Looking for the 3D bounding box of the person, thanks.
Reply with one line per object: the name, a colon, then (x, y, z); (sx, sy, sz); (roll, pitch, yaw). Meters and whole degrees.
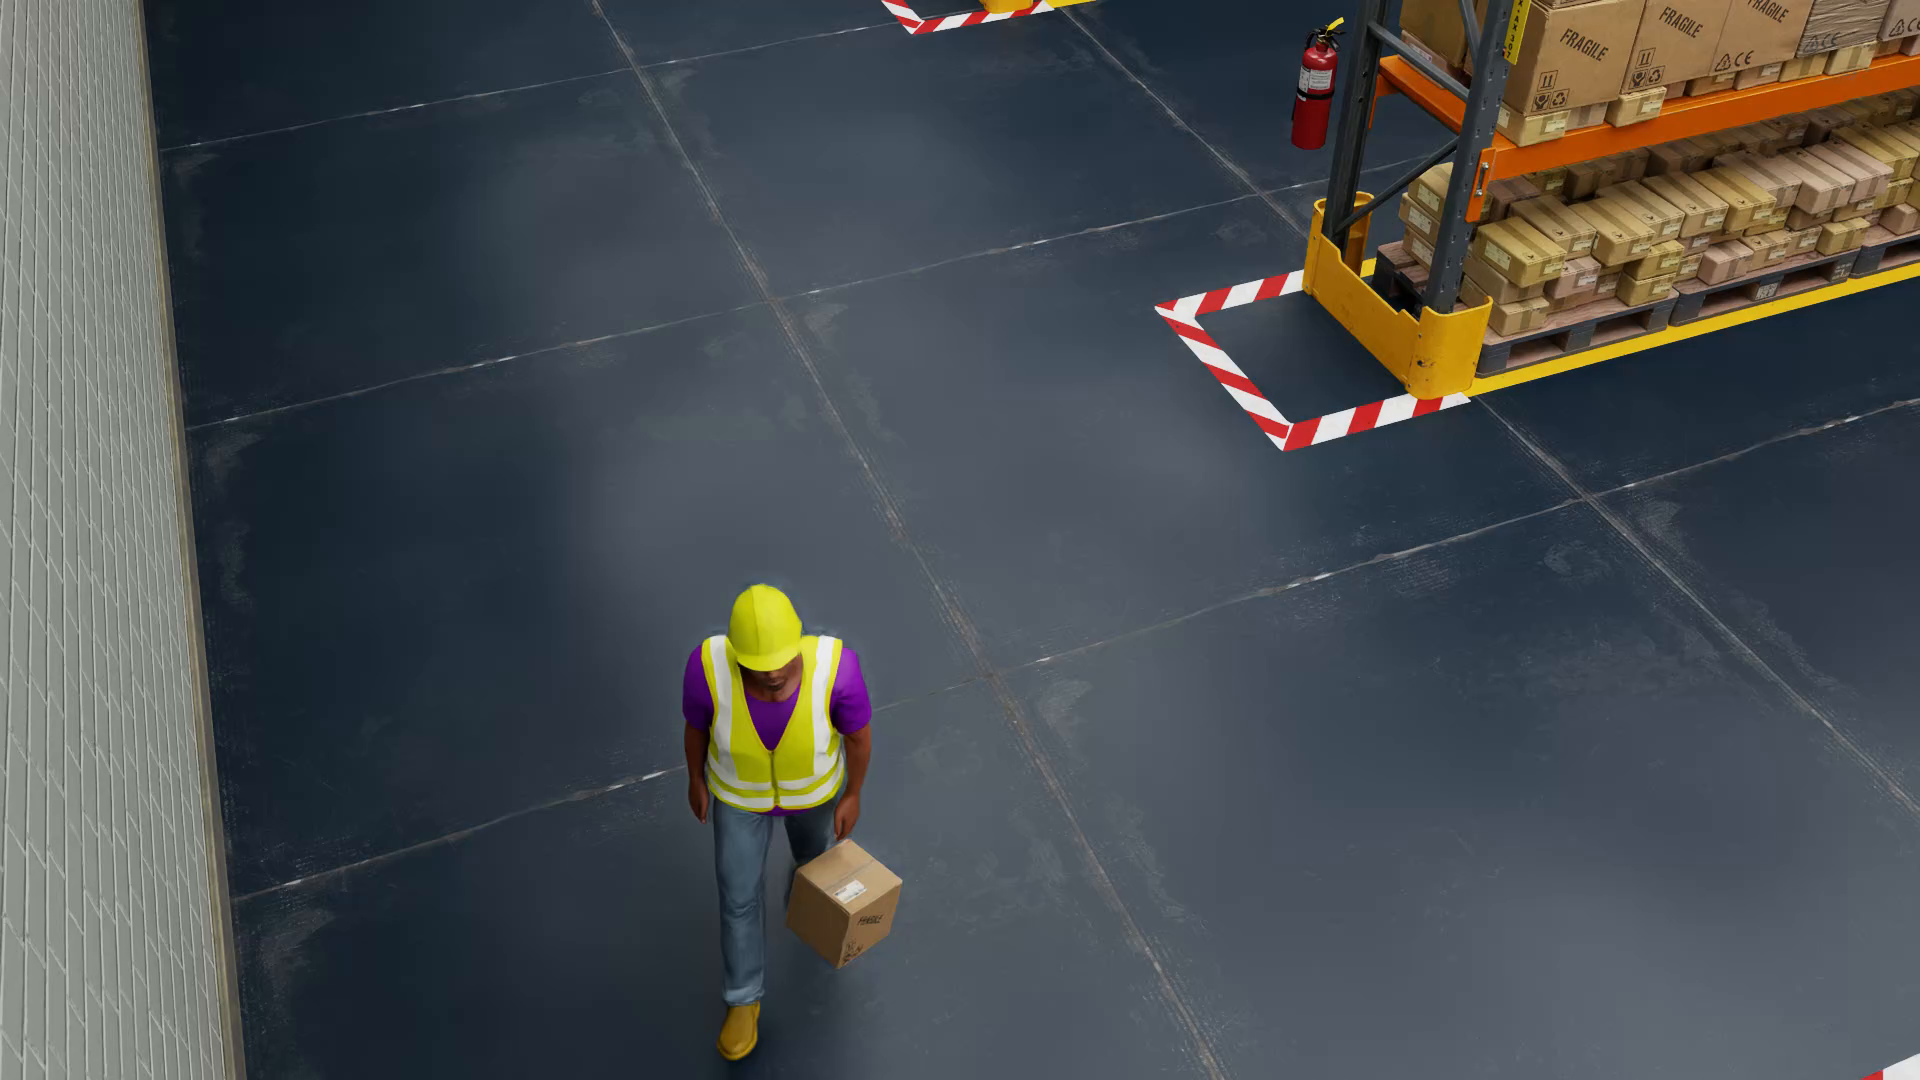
person: (-0.562, 0.805, 5.234); (0.602, 1.725, 0.901); (-5, 42, -5)
